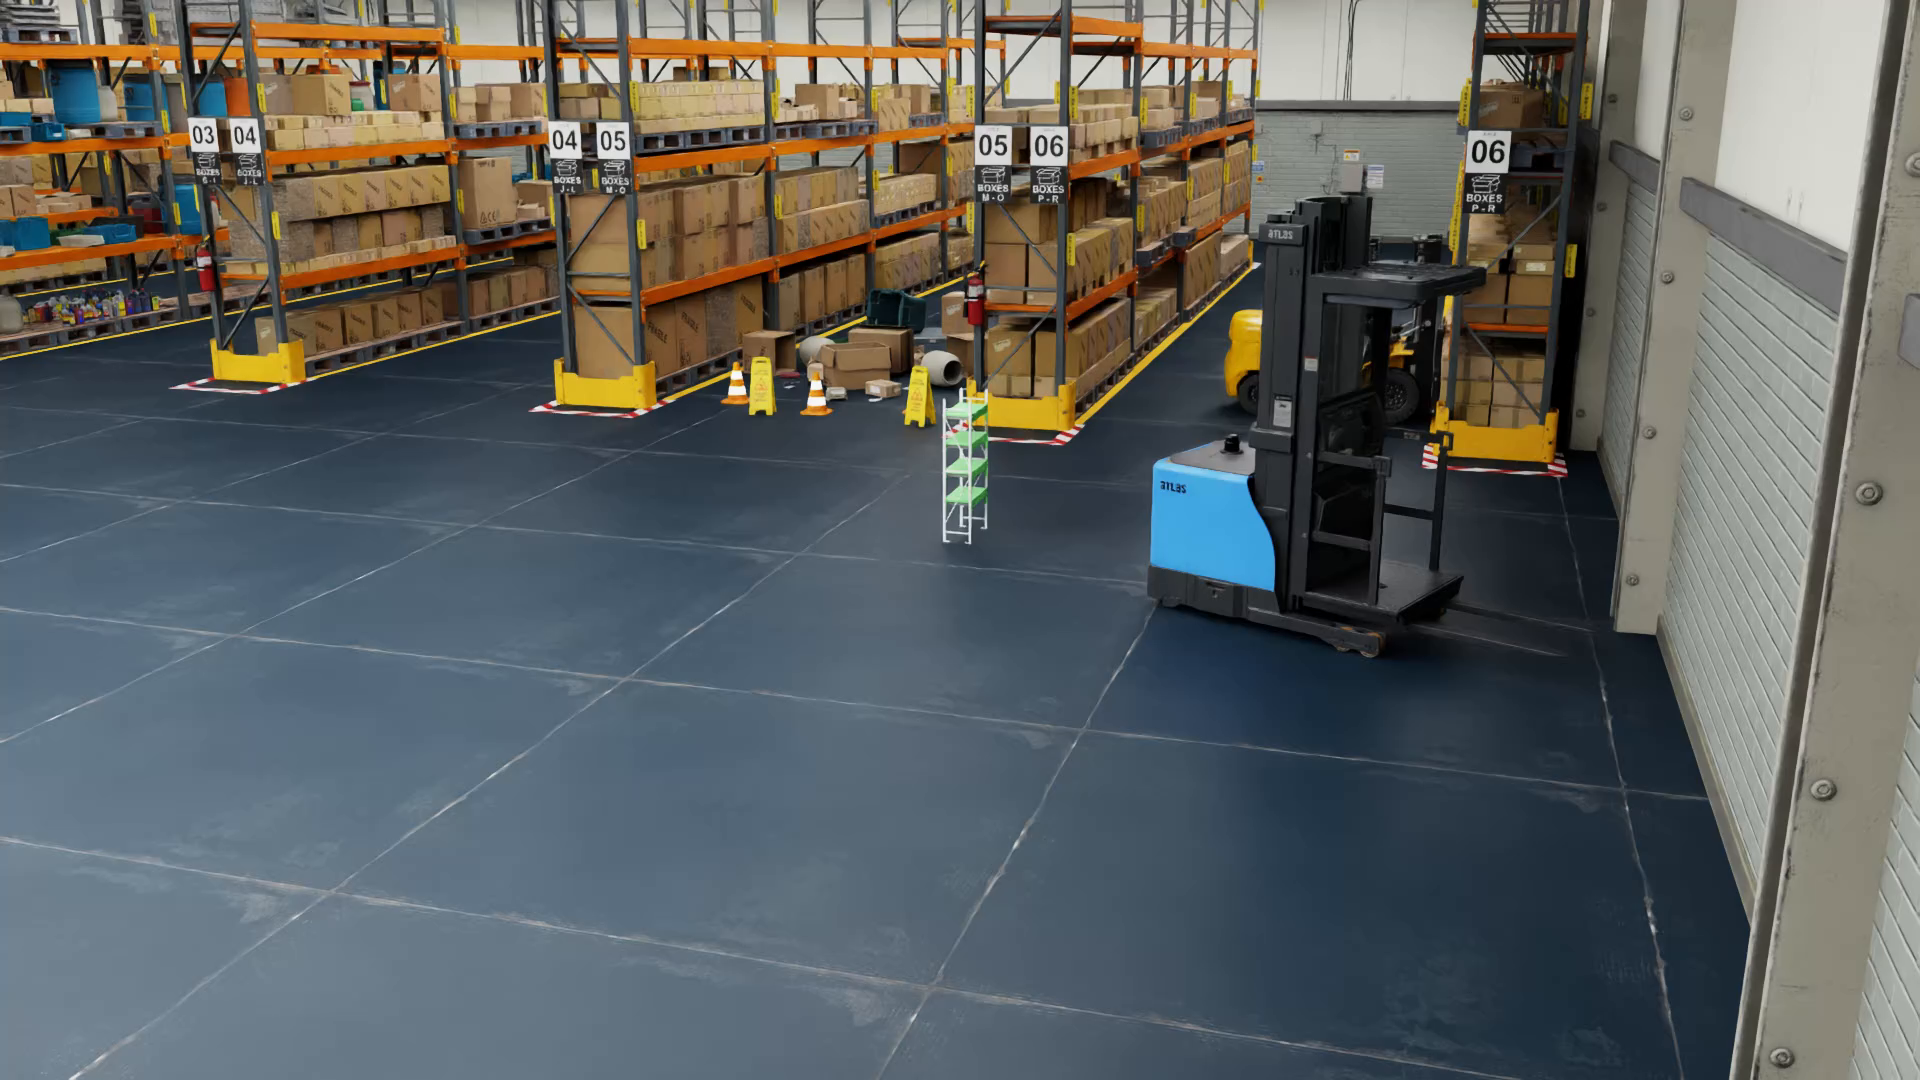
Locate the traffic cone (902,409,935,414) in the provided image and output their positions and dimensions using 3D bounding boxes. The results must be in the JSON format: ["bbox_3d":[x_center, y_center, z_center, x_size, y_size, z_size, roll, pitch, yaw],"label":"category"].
[{"bbox_3d":[-0.470,-1.681,18.907,0.336,0.463,0.334,5,16,16],"label":"traffic cone"}]

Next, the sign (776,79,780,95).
[{"bbox_3d":[-3.793,-9.428,34.599,0.100,0.325,0.005,5,16,16],"label":"sign"}]

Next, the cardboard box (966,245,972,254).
[{"bbox_3d":[0.023,-5.571,31.882,0.380,0.149,0.250,4,16,15],"label":"cardboard box"}]

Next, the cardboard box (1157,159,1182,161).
[{"bbox_3d":[3.536,-6.129,27.926,0.500,0.500,0.500,5,16,16],"label":"cardboard box"}]

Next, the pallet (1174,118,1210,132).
[{"bbox_3d":[3.365,-6.599,26.448,1.003,0.211,1.213,5,17,18],"label":"pallet"}]

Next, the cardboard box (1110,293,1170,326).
[{"bbox_3d":[2.546,-3.379,24.291,0.950,0.372,0.625,4,16,15],"label":"cardboard box"}]

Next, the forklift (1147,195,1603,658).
[{"bbox_3d":[2.834,-0.791,11.247,3.031,2.935,1.130,12,20,37],"label":"forklift"}]

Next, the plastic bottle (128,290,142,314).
[{"bbox_3d":[-12.430,-3.584,25.016,0.144,0.351,0.185,4,16,13],"label":"plastic bottle"}]

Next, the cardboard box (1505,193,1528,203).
[{"bbox_3d":[7.975,-4.770,24.198,0.500,0.500,0.500,5,17,18],"label":"cardboard box"}]

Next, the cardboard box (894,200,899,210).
[{"bbox_3d":[-1.234,-5.603,27.777,0.380,0.149,0.250,5,17,18],"label":"cardboard box"}]

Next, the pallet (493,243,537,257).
[{"bbox_3d":[-9.678,-6.155,35.142,1.003,0.211,1.213,5,16,16],"label":"pallet"}]

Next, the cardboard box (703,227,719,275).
[{"bbox_3d":[-3.542,-3.643,20.902,0.875,0.550,0.500,5,16,16],"label":"cardboard box"}]

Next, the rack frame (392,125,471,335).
[{"bbox_3d":[-7.720,-4.504,24.211,1.000,3.000,0.127,5,16,16],"label":"rack frame"}]

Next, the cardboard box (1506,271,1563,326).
[{"bbox_3d":[5.812,-2.461,16.825,0.500,0.500,0.500,5,17,18],"label":"cardboard box"}]

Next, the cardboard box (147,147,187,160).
[{"bbox_3d":[-18.692,-8.806,38.828,0.980,0.700,0.700,5,17,18],"label":"cardboard box"}]

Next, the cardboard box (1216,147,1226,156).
[{"bbox_3d":[4.451,-6.800,29.103,0.380,0.149,0.250,5,17,17],"label":"cardboard box"}]

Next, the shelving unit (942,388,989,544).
[{"bbox_3d":[0.047,-0.621,13.818,0.258,1.200,0.503,5,16,16],"label":"shelving unit"}]

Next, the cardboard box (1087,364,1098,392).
[{"bbox_3d":[1.292,-1.890,19.267,0.500,0.250,0.500,5,17,18],"label":"cardboard box"}]

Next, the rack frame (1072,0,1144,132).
[{"bbox_3d":[1.782,-6.621,20.683,1.000,3.000,0.127,5,16,16],"label":"rack frame"}]

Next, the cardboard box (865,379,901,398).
[{"bbox_3d":[-0.920,-1.817,19.961,0.250,0.149,0.380,-15,21,-41],"label":"cardboard box"}]

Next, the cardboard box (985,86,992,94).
[{"bbox_3d":[0.397,-8.724,32.221,0.380,0.149,0.250,5,17,17],"label":"cardboard box"}]

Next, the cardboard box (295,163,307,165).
[{"bbox_3d":[-14.247,-8.266,35.459,0.500,0.500,0.500,4,16,14],"label":"cardboard box"}]

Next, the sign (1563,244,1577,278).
[{"bbox_3d":[5.935,-2.715,16.172,0.100,0.325,0.005,5,16,16],"label":"sign"}]

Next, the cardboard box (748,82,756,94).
[{"bbox_3d":[-2.863,-5.862,21.549,0.380,0.149,0.250,5,16,16],"label":"cardboard box"}]

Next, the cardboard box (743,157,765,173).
[{"bbox_3d":[-4.196,-7.927,34.636,0.500,0.500,0.500,5,17,17],"label":"cardboard box"}]

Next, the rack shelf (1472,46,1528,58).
[{"bbox_3d":[9.384,-8.506,28.651,1.077,0.370,4.000,5,16,16],"label":"rack shelf"}]

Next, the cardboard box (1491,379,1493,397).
[{"bbox_3d":[5.870,-1.664,17.550,0.500,0.250,0.500,4,16,15],"label":"cardboard box"}]

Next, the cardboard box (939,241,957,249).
[{"bbox_3d":[-0.263,-5.514,31.137,0.380,0.149,0.250,4,16,15],"label":"cardboard box"}]

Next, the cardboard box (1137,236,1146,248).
[{"bbox_3d":[2.242,-3.936,21.902,0.380,0.149,0.250,5,17,17],"label":"cardboard box"}]

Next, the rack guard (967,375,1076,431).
[{"bbox_3d":[0.666,-1.506,18.223,1.175,0.500,0.348,5,16,16],"label":"rack guard"}]

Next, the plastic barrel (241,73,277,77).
[{"bbox_3d":[-11.773,-7.420,28.078,0.600,0.901,0.600,0,16,0],"label":"plastic barrel"}]

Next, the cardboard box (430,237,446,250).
[{"bbox_3d":[-7.579,-4.239,23.738,0.380,0.149,0.250,5,16,16],"label":"cardboard box"}]

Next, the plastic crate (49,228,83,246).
[{"bbox_3d":[-13.125,-4.453,24.419,0.450,0.188,0.662,5,16,16],"label":"plastic crate"}]

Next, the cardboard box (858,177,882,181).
[{"bbox_3d":[-1.567,-6.213,28.838,0.380,0.149,0.250,4,16,15],"label":"cardboard box"}]

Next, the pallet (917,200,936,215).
[{"bbox_3d":[-1.076,-5.905,29.501,1.003,0.211,1.213,5,16,16],"label":"pallet"}]

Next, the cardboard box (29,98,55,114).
[{"bbox_3d":[-16.286,-7.631,29.244,0.500,0.250,0.500,5,17,17],"label":"cardboard box"}]

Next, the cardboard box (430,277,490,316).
[{"bbox_3d":[-7.525,-3.672,25.052,0.700,0.500,0.500,3,16,12],"label":"cardboard box"}]

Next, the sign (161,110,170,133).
[{"bbox_3d":[-11.944,-6.290,24.994,0.100,0.325,0.005,5,16,16],"label":"sign"}]

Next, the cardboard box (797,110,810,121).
[{"bbox_3d":[-2.345,-6.011,23.537,0.380,0.149,0.250,5,16,16],"label":"cardboard box"}]

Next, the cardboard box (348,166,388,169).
[{"bbox_3d":[-8.232,-4.947,23.213,0.500,0.500,0.500,5,16,16],"label":"cardboard box"}]

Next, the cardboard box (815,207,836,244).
[{"bbox_3d":[-2.154,-4.653,24.554,0.500,0.500,0.500,5,17,17],"label":"cardboard box"}]

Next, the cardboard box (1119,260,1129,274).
[{"bbox_3d":[1.918,-3.441,20.924,0.380,0.149,0.250,5,17,17],"label":"cardboard box"}]

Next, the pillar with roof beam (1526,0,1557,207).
[{"bbox_3d":[7.455,-10.346,33.815,9.100,9.000,0.400,5,16,16],"label":"pillar with roof beam"}]

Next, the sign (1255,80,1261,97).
[{"bbox_3d":[5.708,-8.660,31.889,0.100,0.325,0.005,5,16,16],"label":"sign"}]

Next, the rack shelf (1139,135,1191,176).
[{"bbox_3d":[2.350,-5.355,23.035,1.077,0.370,4.000,5,16,16],"label":"rack shelf"}]

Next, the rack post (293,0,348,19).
[{"bbox_3d":[-11.204,-9.280,29.111,0.624,0.289,0.986,5,16,16],"label":"rack post"}]

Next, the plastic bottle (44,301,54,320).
[{"bbox_3d":[-13.366,-3.357,24.354,0.152,0.276,0.135,4,16,14],"label":"plastic bottle"}]

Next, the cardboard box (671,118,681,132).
[{"bbox_3d":[-3.510,-4.882,19.555,0.380,0.149,0.250,5,17,16],"label":"cardboard box"}]

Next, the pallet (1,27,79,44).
[{"bbox_3d":[-13.021,-6.953,22.930,1.003,0.211,1.213,5,16,16],"label":"pallet"}]

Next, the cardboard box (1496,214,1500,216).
[{"bbox_3d":[6.968,-4.283,22.062,0.380,0.149,0.250,5,16,16],"label":"cardboard box"}]

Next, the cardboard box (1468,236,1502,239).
[{"bbox_3d":[5.393,-3.056,17.188,0.380,0.149,0.250,5,17,17],"label":"cardboard box"}]

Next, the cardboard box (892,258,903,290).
[{"bbox_3d":[-1.271,-4.436,27.782,0.500,0.500,0.500,5,17,17],"label":"cardboard box"}]

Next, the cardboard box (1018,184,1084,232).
[{"bbox_3d":[1.053,-3.905,19.537,0.700,0.500,0.500,5,16,16],"label":"cardboard box"}]
